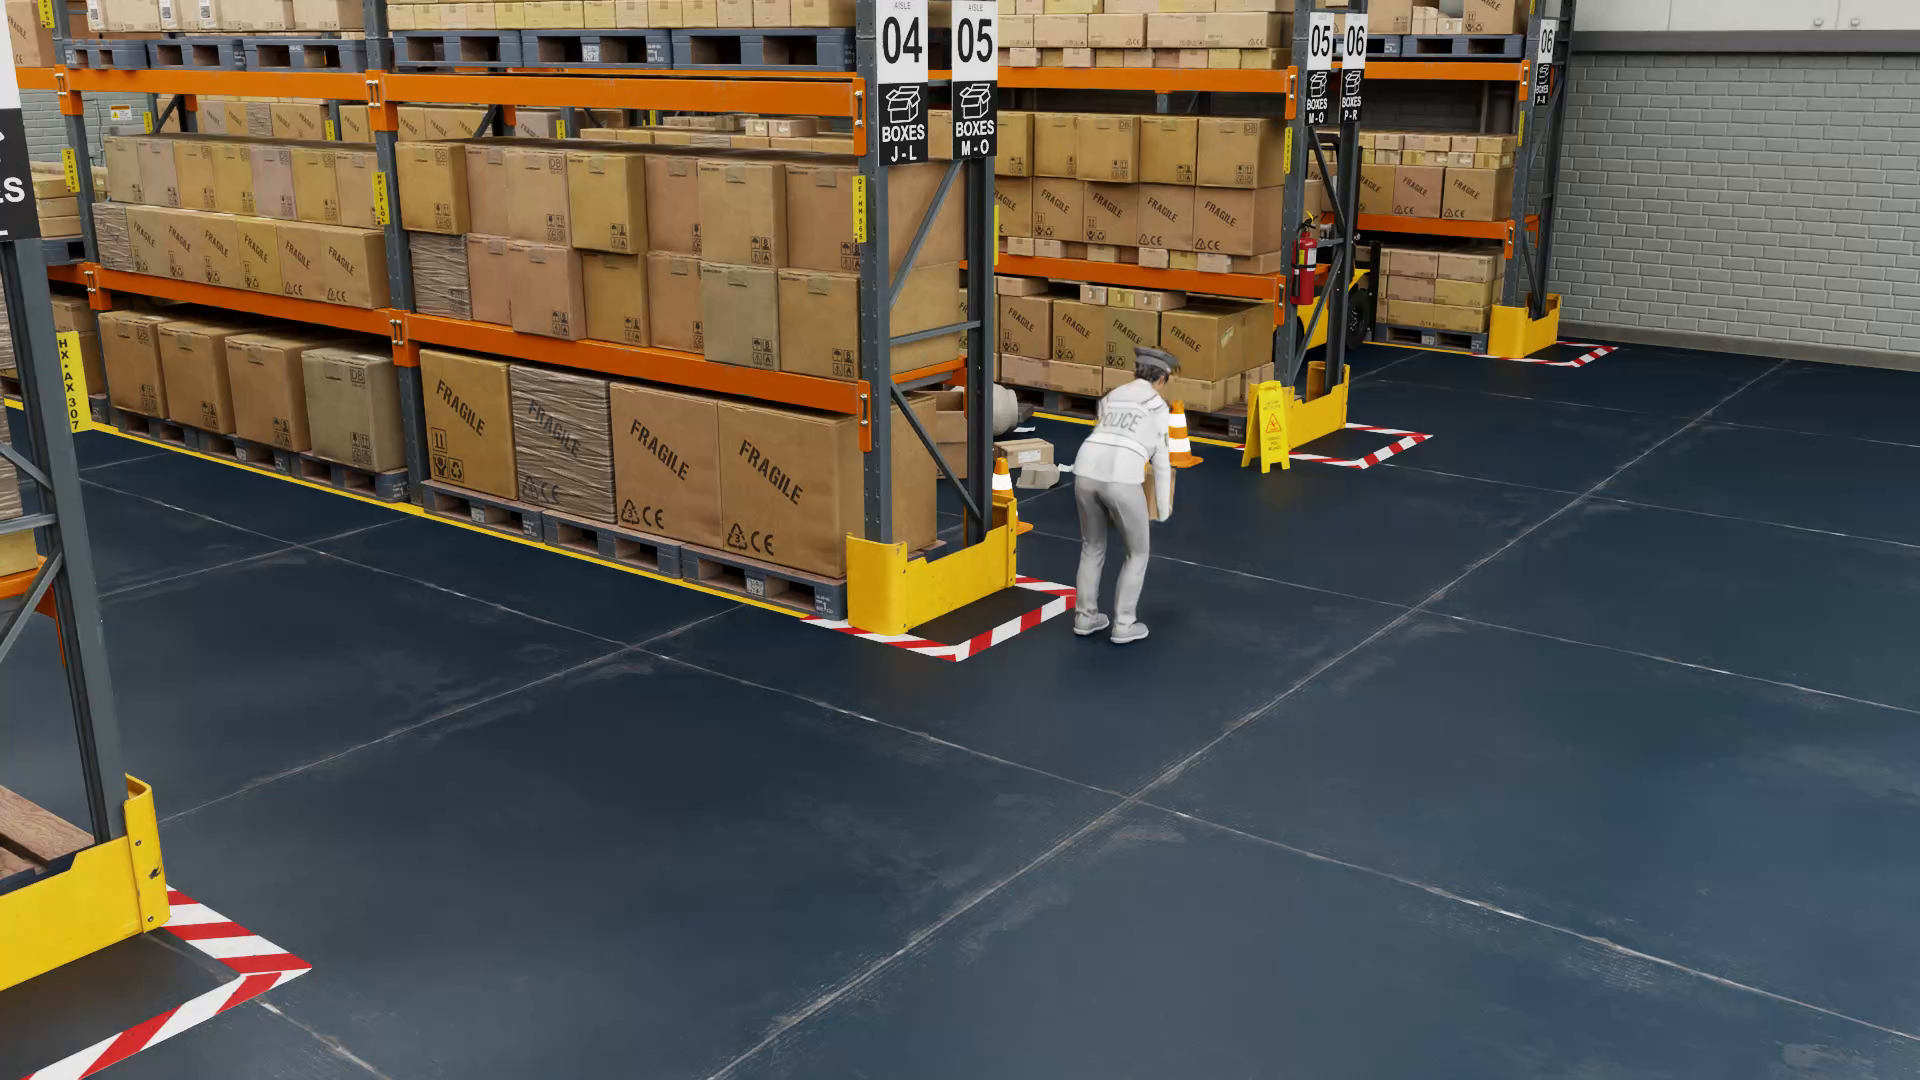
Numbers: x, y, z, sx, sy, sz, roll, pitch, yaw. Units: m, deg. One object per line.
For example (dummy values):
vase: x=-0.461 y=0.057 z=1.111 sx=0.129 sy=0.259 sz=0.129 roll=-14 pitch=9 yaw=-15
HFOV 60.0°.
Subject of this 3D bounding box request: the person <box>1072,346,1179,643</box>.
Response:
person: x=0.878 y=-0.248 z=8.696 sx=0.410 sy=1.483 sz=0.757 roll=12 pitch=20 yaw=34
